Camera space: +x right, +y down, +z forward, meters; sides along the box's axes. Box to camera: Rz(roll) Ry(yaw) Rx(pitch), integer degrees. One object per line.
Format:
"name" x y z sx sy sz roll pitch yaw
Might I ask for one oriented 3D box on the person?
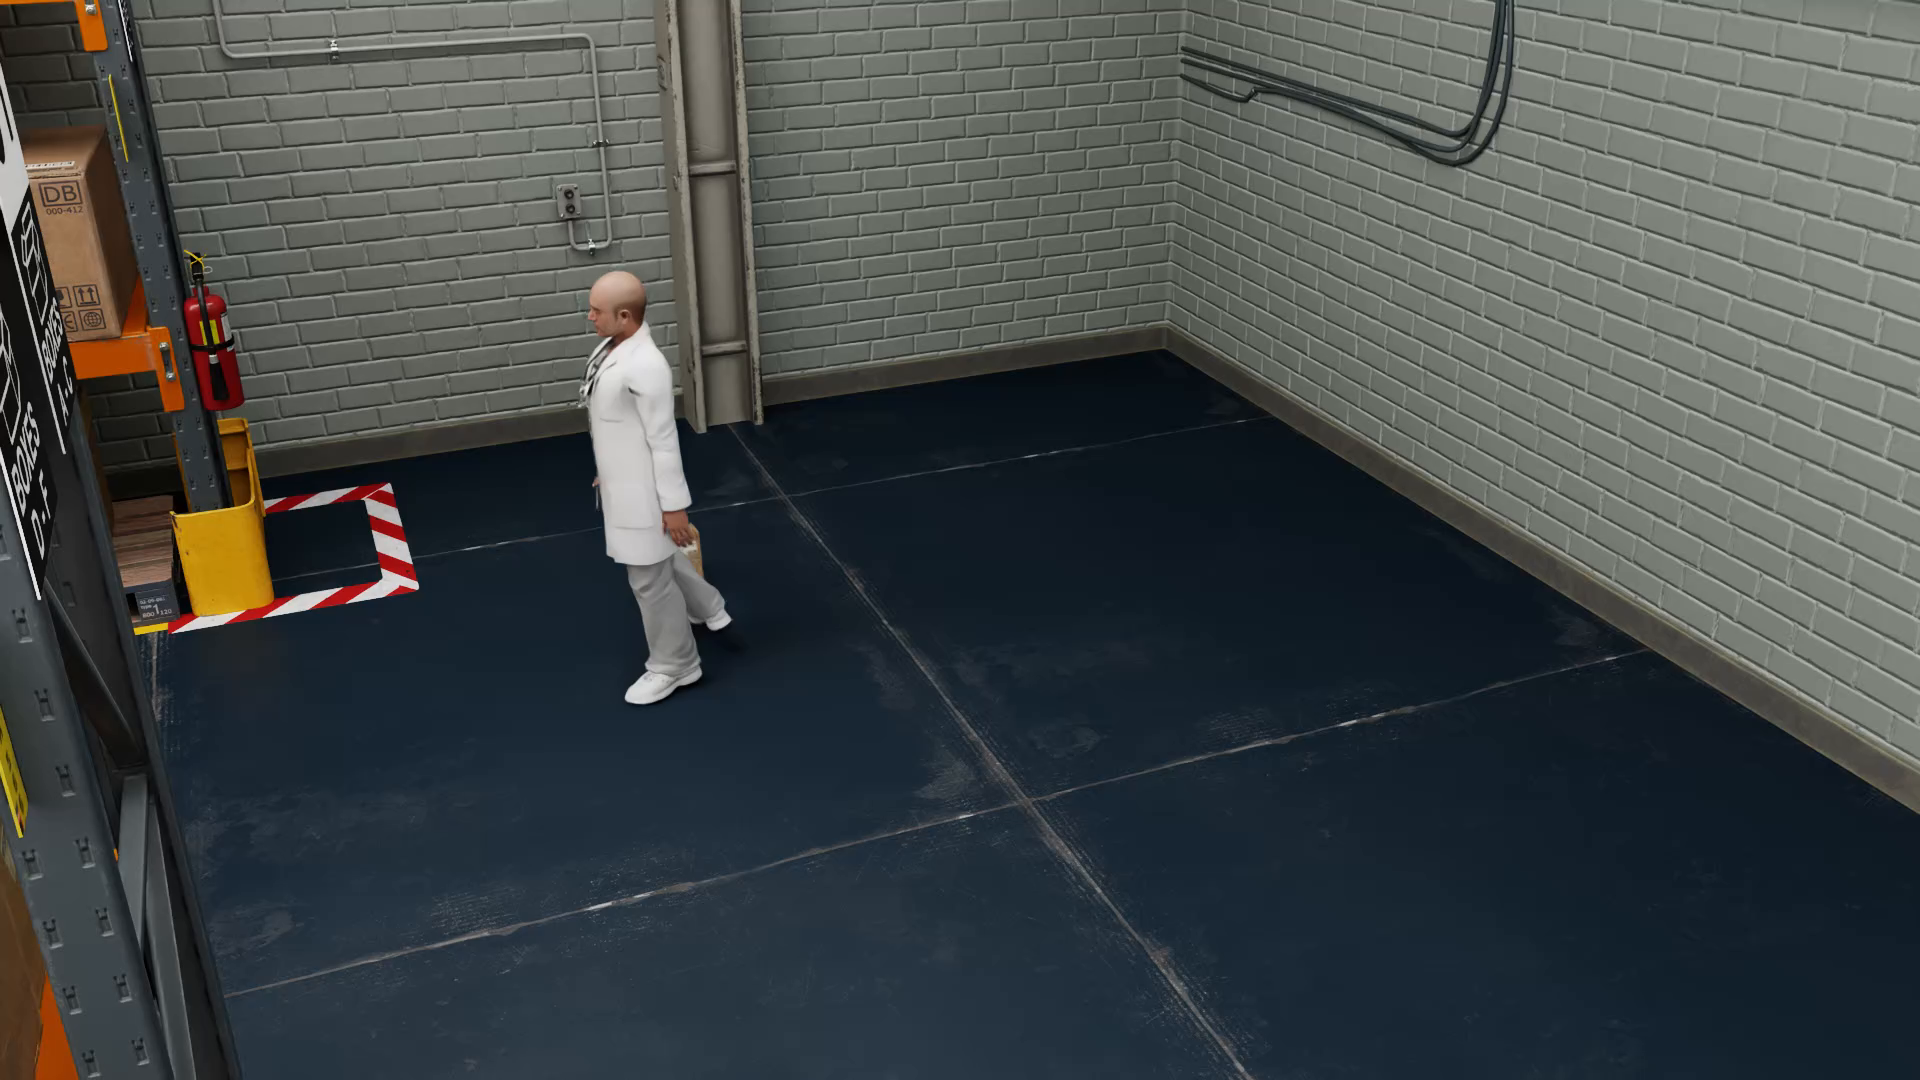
"person" -1.216 -0.255 6.647 0.558 1.770 0.789 -8 27 -16
